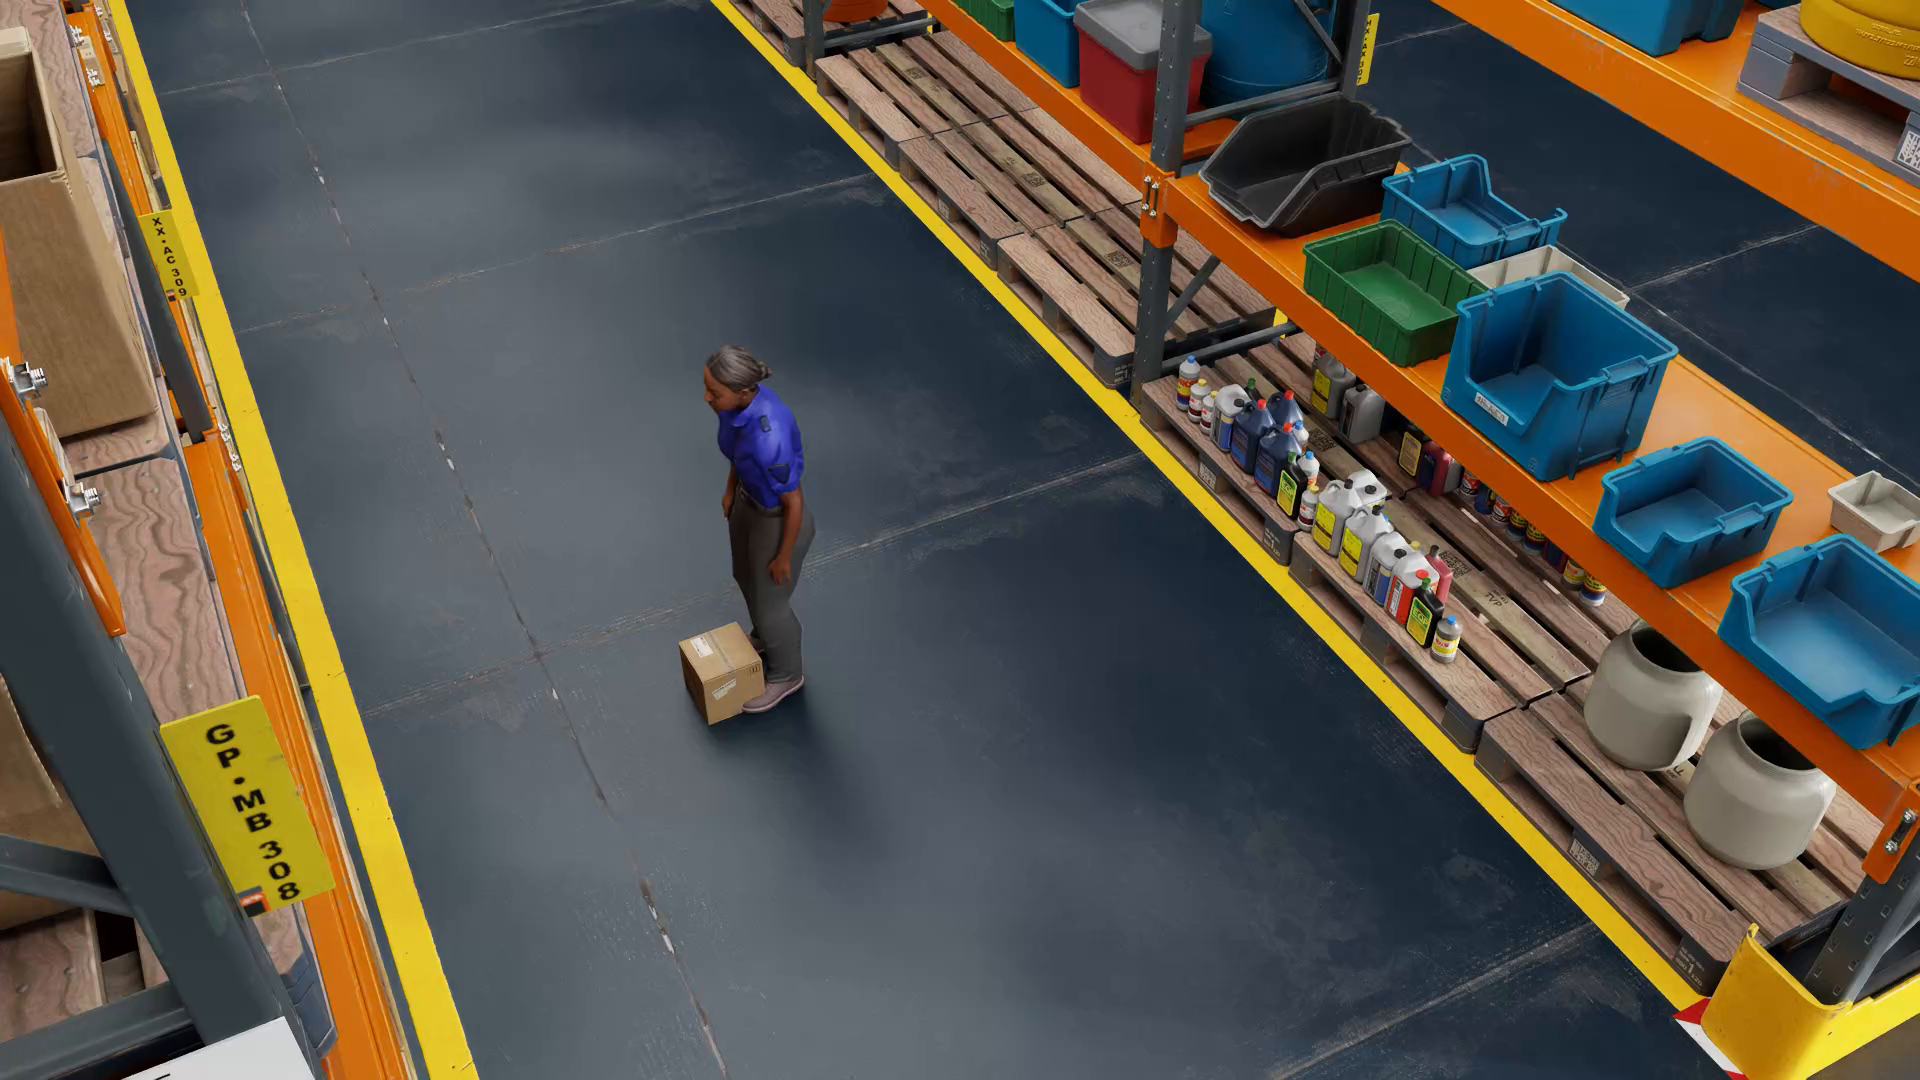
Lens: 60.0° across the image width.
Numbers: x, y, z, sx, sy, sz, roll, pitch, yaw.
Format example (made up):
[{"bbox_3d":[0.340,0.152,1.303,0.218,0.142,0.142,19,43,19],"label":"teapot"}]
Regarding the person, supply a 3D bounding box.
[{"bbox_3d":[-0.763,-0.063,6.234,0.393,1.655,0.523,-20,45,-21],"label":"person"}]
